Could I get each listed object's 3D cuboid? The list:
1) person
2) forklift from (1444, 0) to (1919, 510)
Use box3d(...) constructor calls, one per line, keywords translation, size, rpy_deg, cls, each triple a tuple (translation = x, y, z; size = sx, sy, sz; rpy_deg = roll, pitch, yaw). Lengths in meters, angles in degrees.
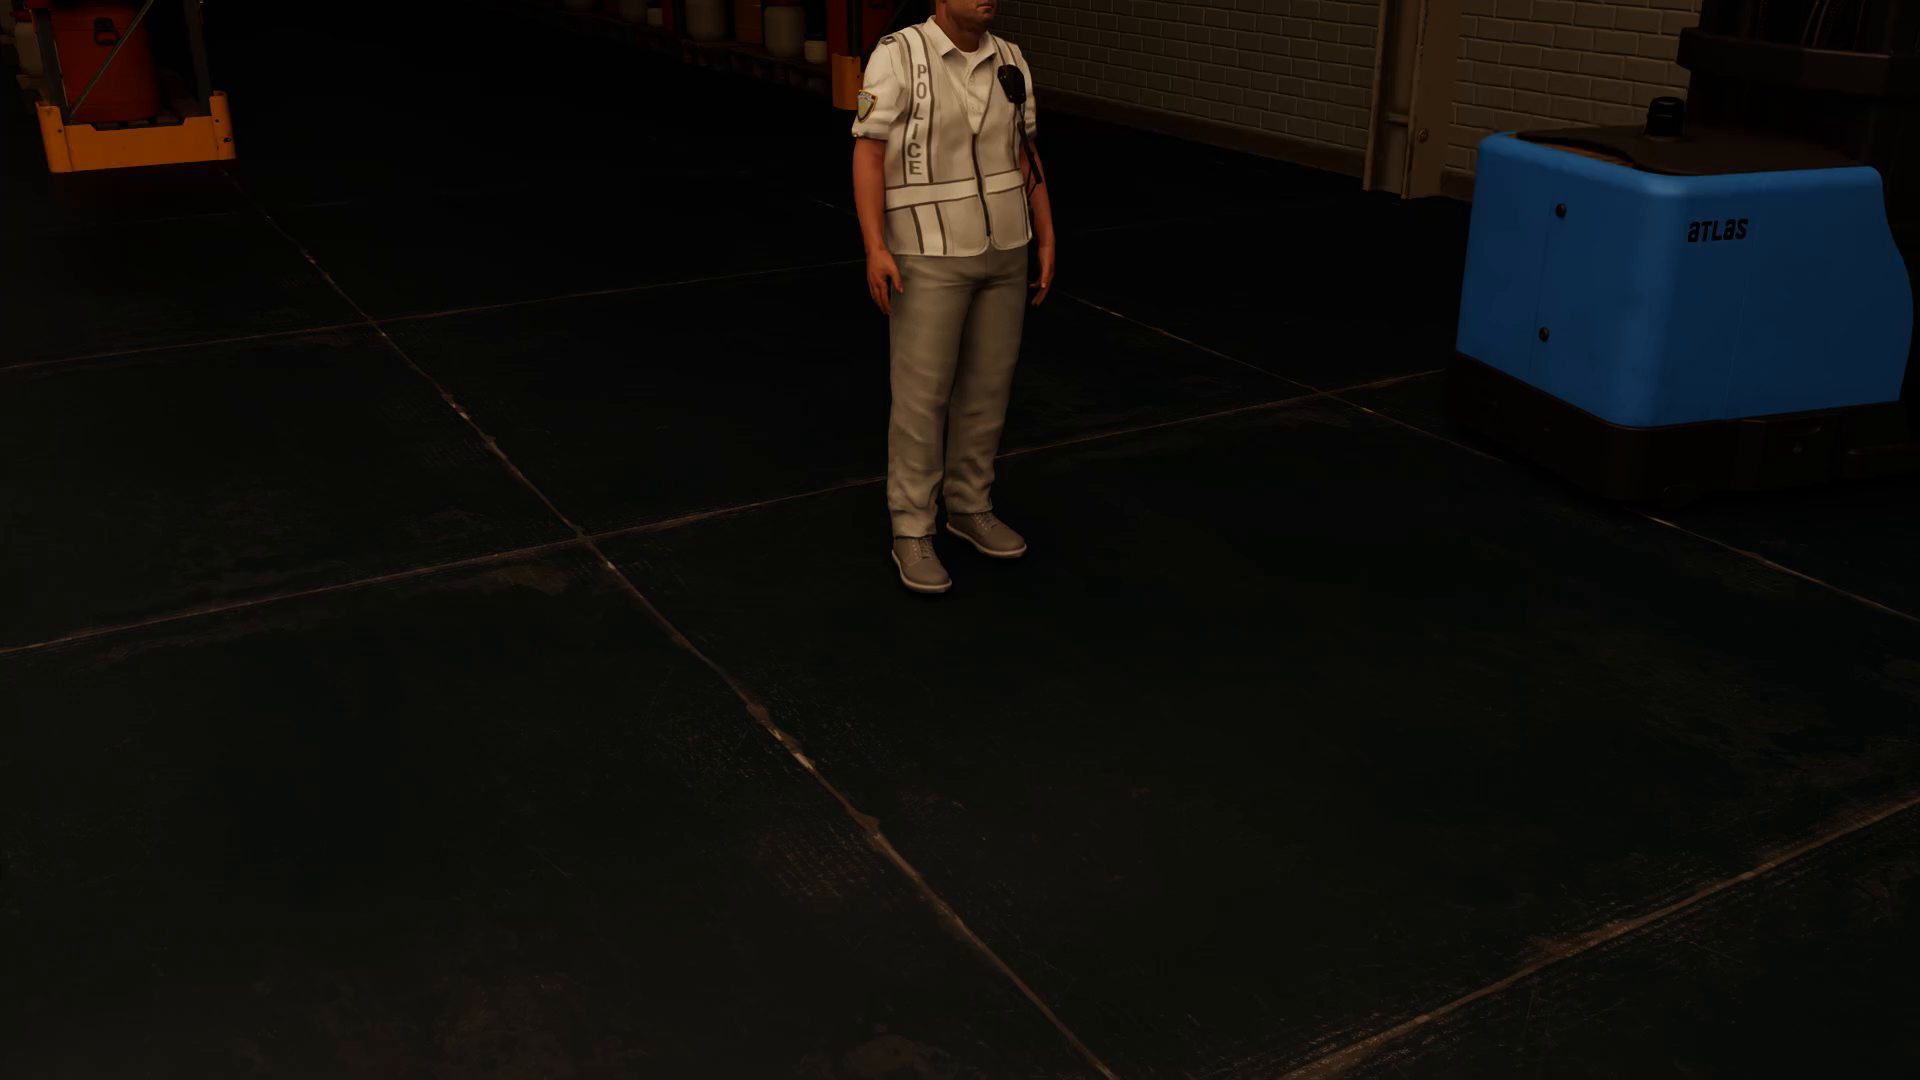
box3d(translation=(0.029, -0.804, 4.725), size=(0.641, 1.781, 0.574), rpy_deg=(-12, 25, -28), cls="person")
box3d(translation=(3.346, -1.757, 5.555), size=(3.031, 2.935, 1.130), rpy_deg=(-7, 23, -16), cls="forklift")
